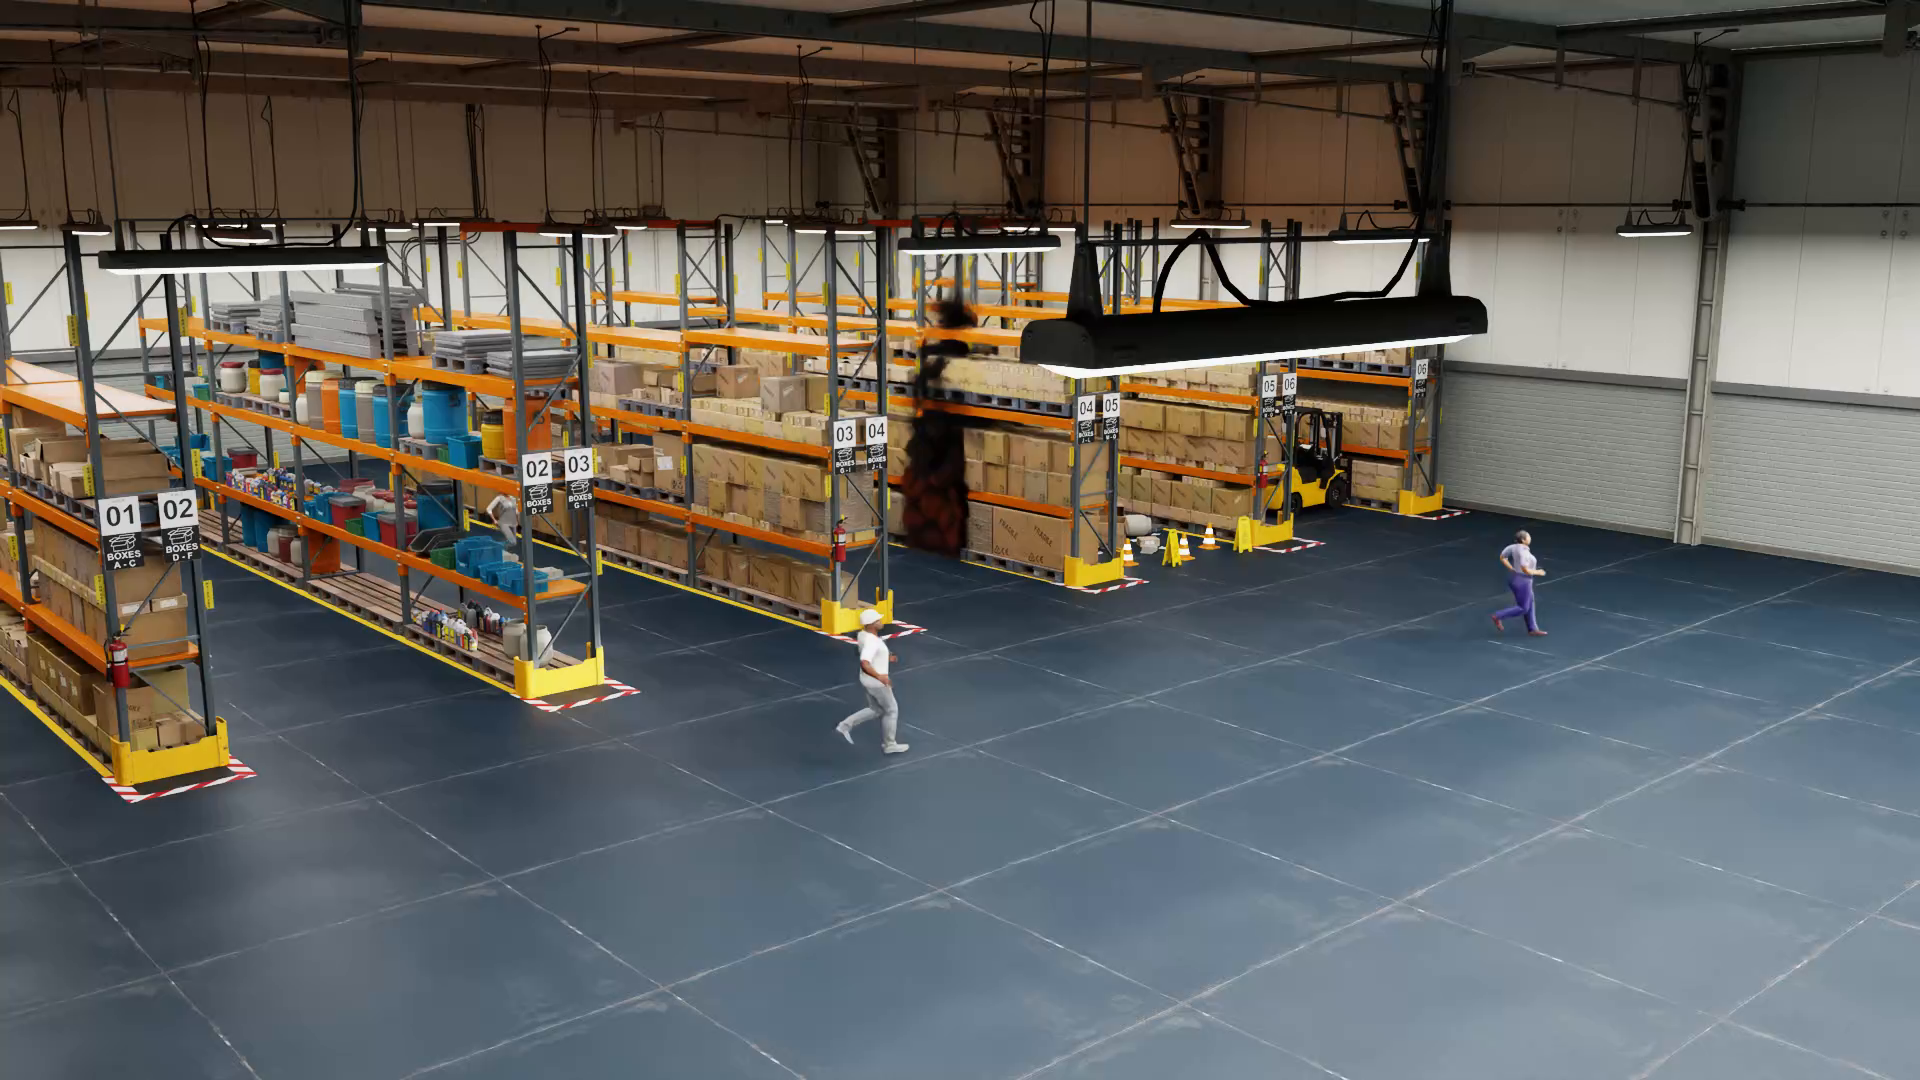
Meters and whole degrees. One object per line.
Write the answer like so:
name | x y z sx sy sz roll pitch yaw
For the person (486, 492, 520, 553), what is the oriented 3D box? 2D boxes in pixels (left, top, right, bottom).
person | -7.864 -0.228 28.935 0.634 1.567 0.509 8 14 34

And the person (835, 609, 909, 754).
person | -1.016 1.651 19.315 0.856 1.738 0.714 -3 12 -16

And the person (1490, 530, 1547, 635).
person | 8.293 0.731 24.613 0.932 1.432 0.621 -1 11 -3

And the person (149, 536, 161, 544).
person | -13.220 0.050 27.212 0.651 1.729 0.665 9 14 37
